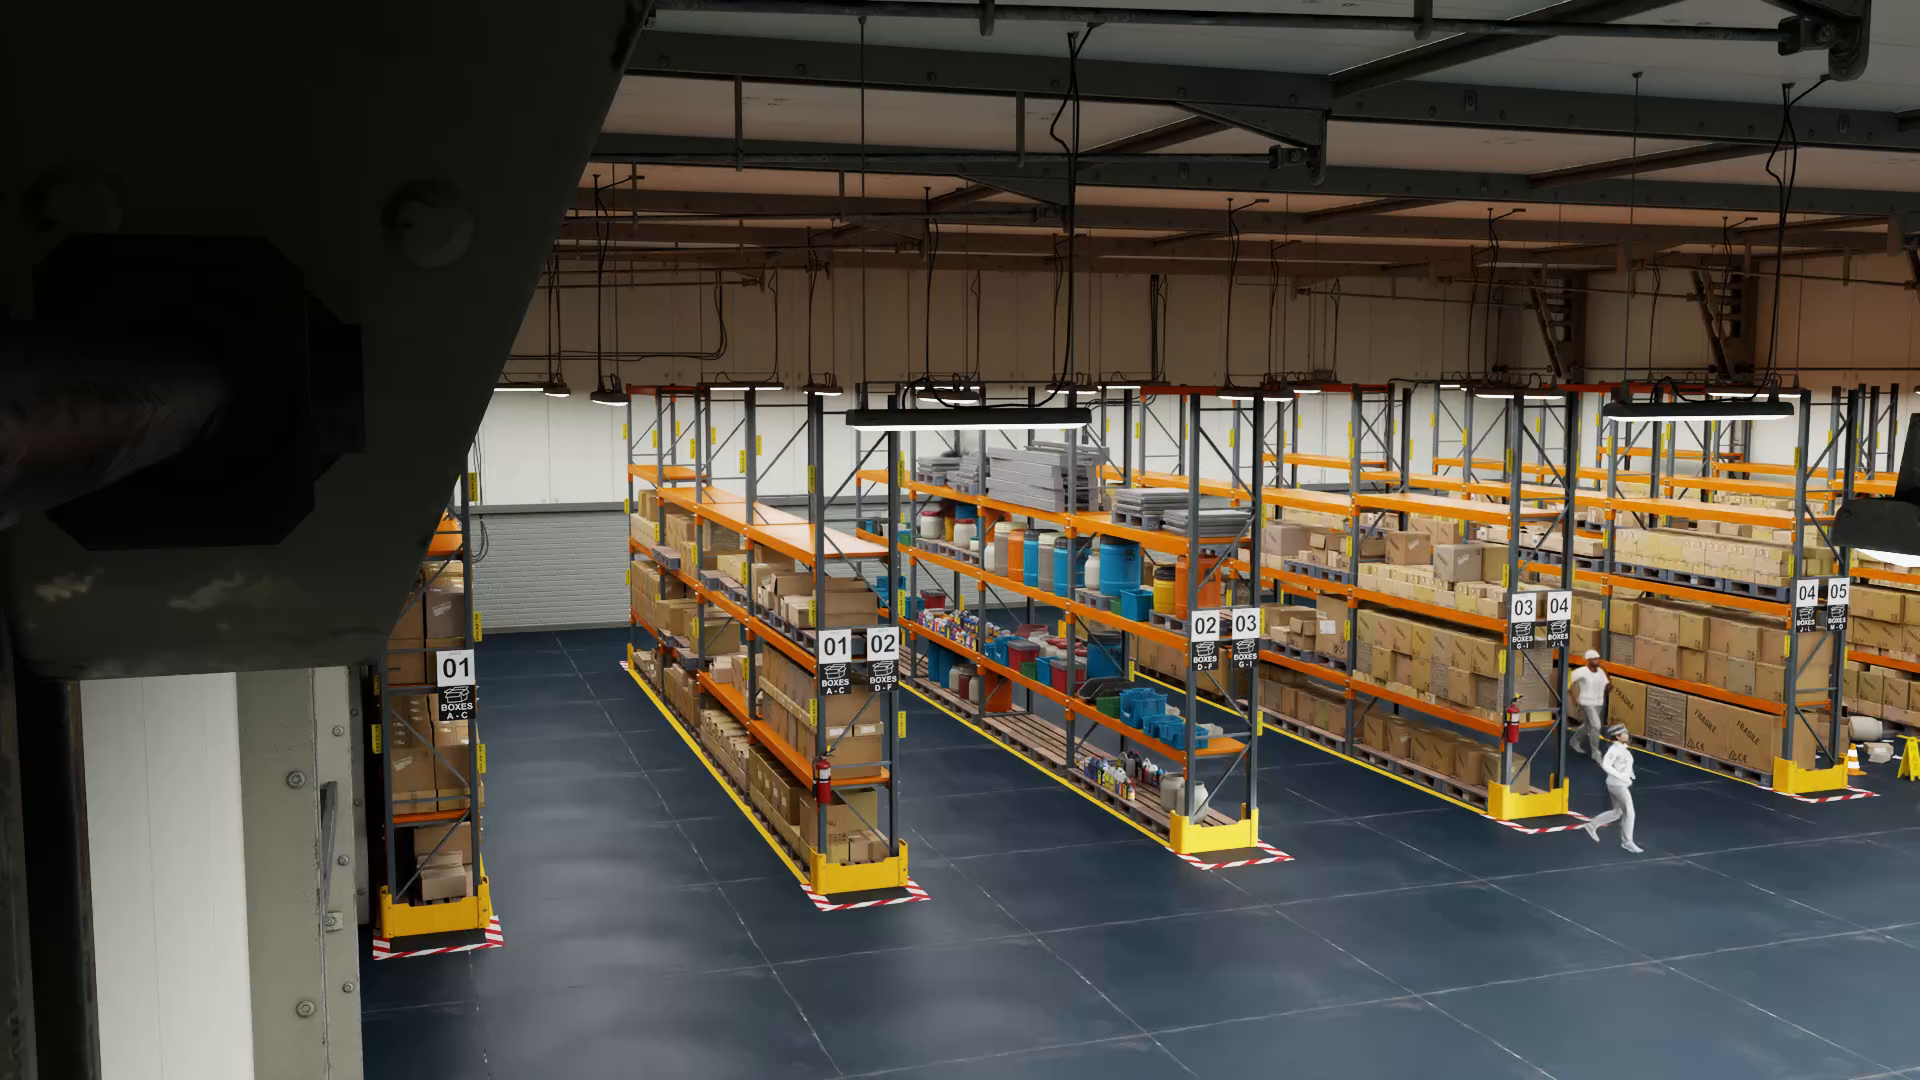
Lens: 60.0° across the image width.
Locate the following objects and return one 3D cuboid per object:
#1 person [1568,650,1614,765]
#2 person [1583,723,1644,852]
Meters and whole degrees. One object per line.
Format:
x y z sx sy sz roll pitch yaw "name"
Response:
10.176 2.667 26.829 0.682 1.803 0.879 -3 7 -29 "person"
8.648 3.250 21.941 0.765 1.722 0.666 3 7 28 "person"
